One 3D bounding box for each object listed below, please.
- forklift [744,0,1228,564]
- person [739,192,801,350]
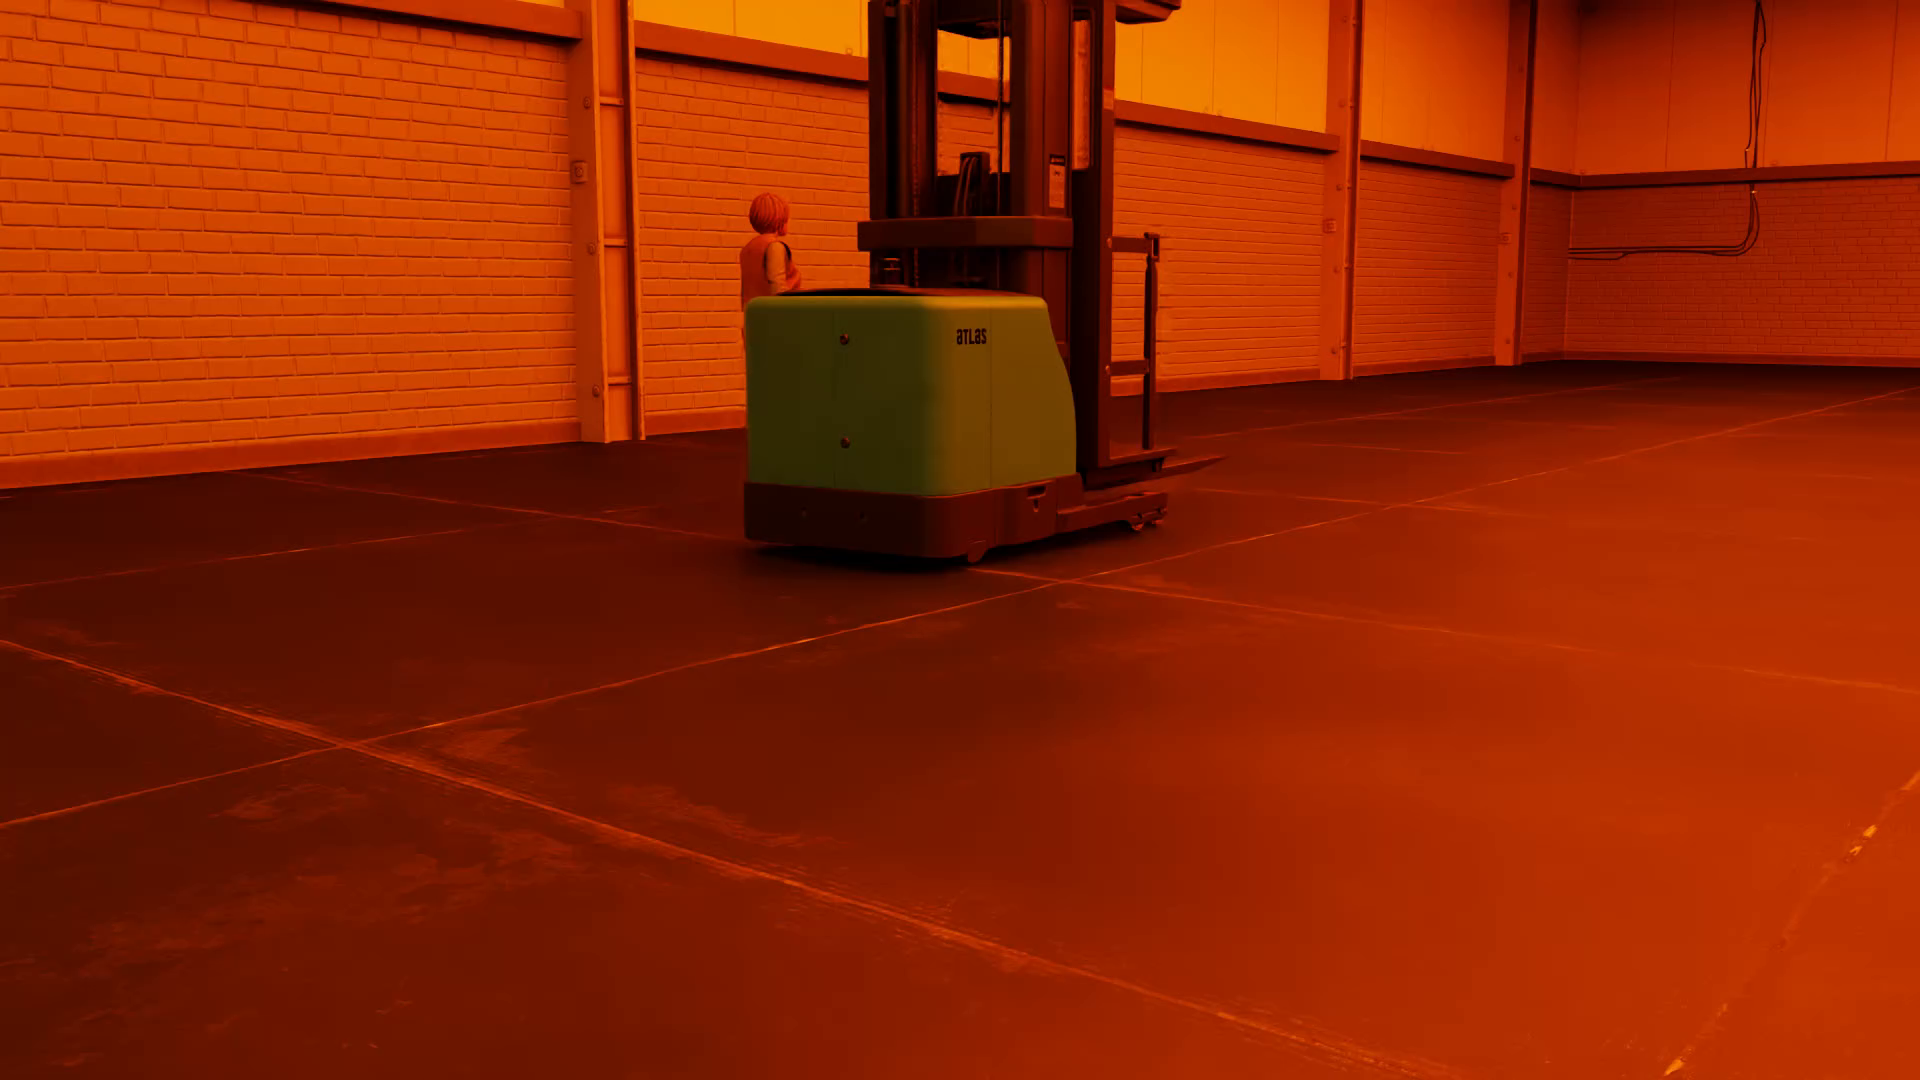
[{"bbox_3d":[0.329,-1.527,7.717,1.130,2.935,3.031,5,10,33],"label":"forklift"},{"bbox_3d":[-0.914,-0.983,8.607,0.401,1.600,0.530,-5,10,-33],"label":"person"}]
